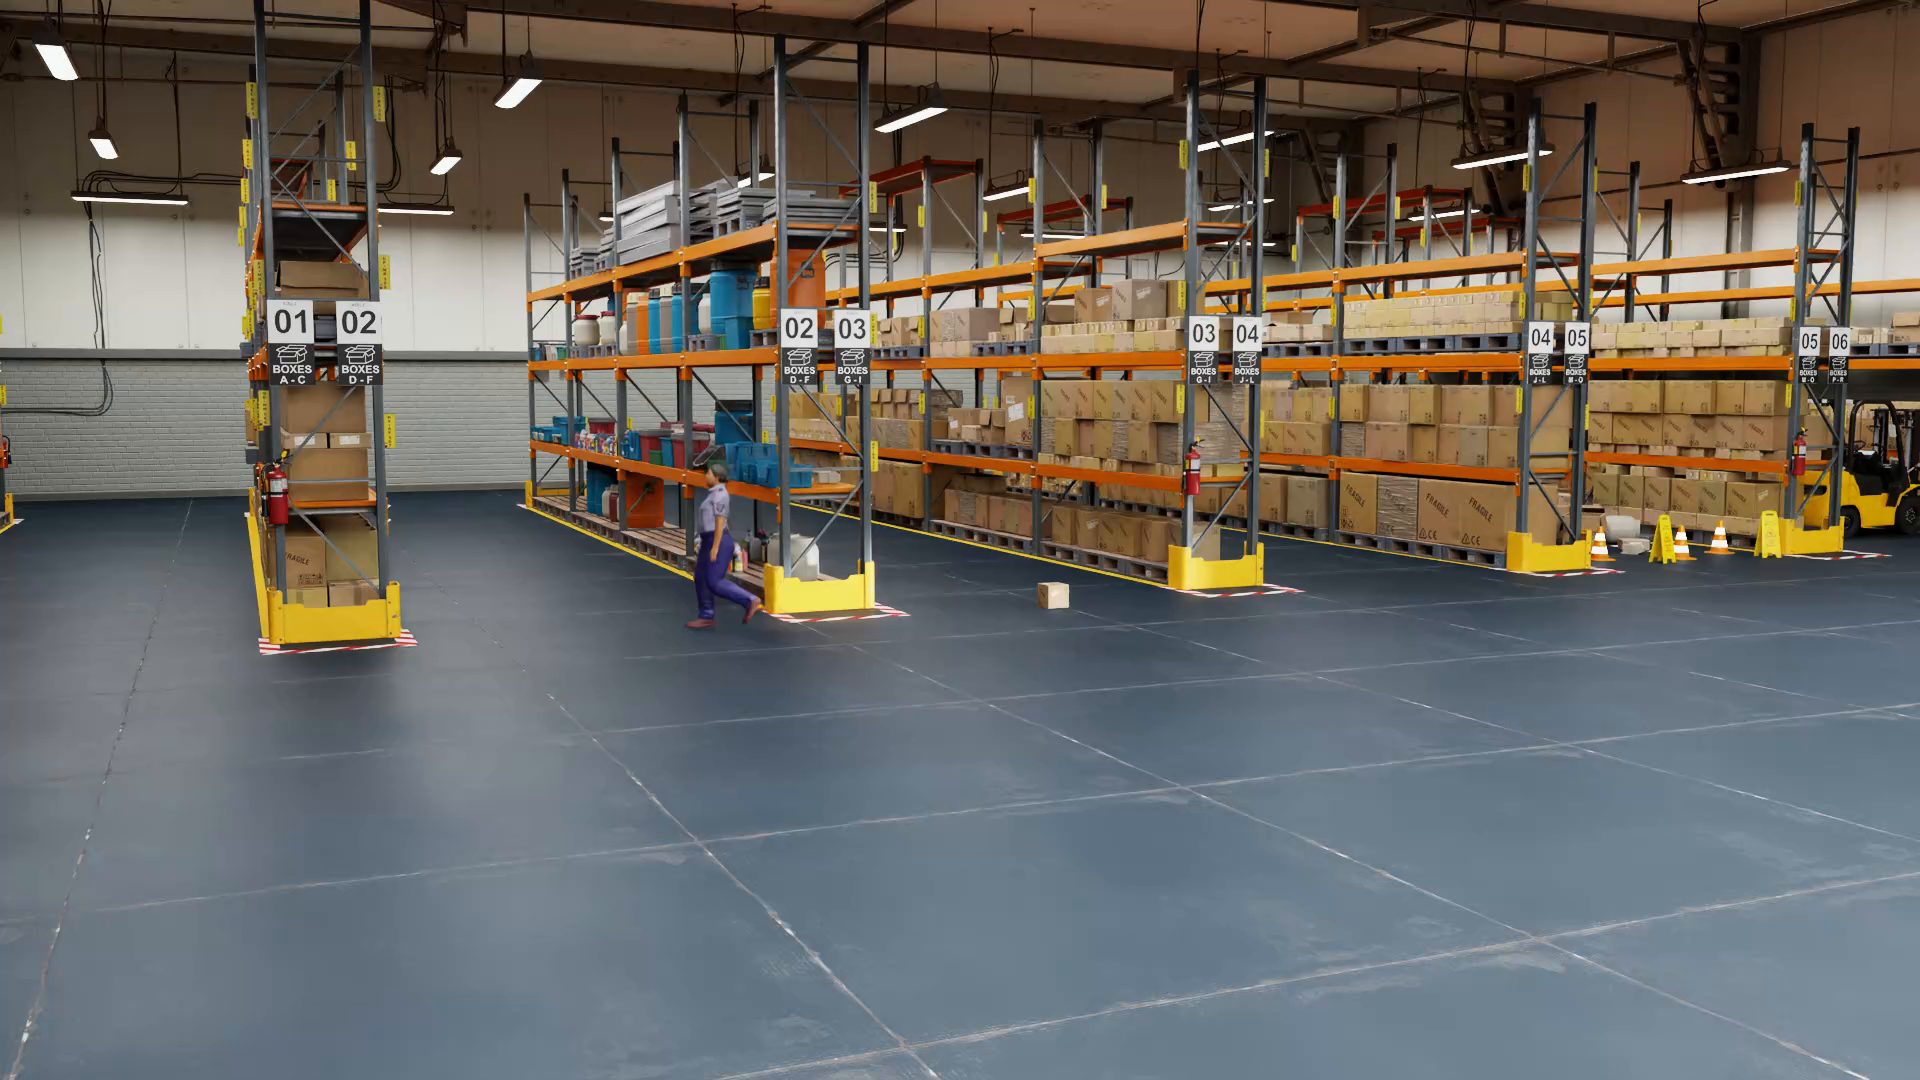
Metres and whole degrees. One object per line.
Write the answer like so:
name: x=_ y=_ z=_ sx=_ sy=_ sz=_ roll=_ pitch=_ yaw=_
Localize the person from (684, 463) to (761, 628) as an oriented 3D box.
person: x=-2.345 y=0.061 z=16.349 sx=0.735 sy=1.607 sz=0.471 roll=-1 pitch=6 yaw=-14
